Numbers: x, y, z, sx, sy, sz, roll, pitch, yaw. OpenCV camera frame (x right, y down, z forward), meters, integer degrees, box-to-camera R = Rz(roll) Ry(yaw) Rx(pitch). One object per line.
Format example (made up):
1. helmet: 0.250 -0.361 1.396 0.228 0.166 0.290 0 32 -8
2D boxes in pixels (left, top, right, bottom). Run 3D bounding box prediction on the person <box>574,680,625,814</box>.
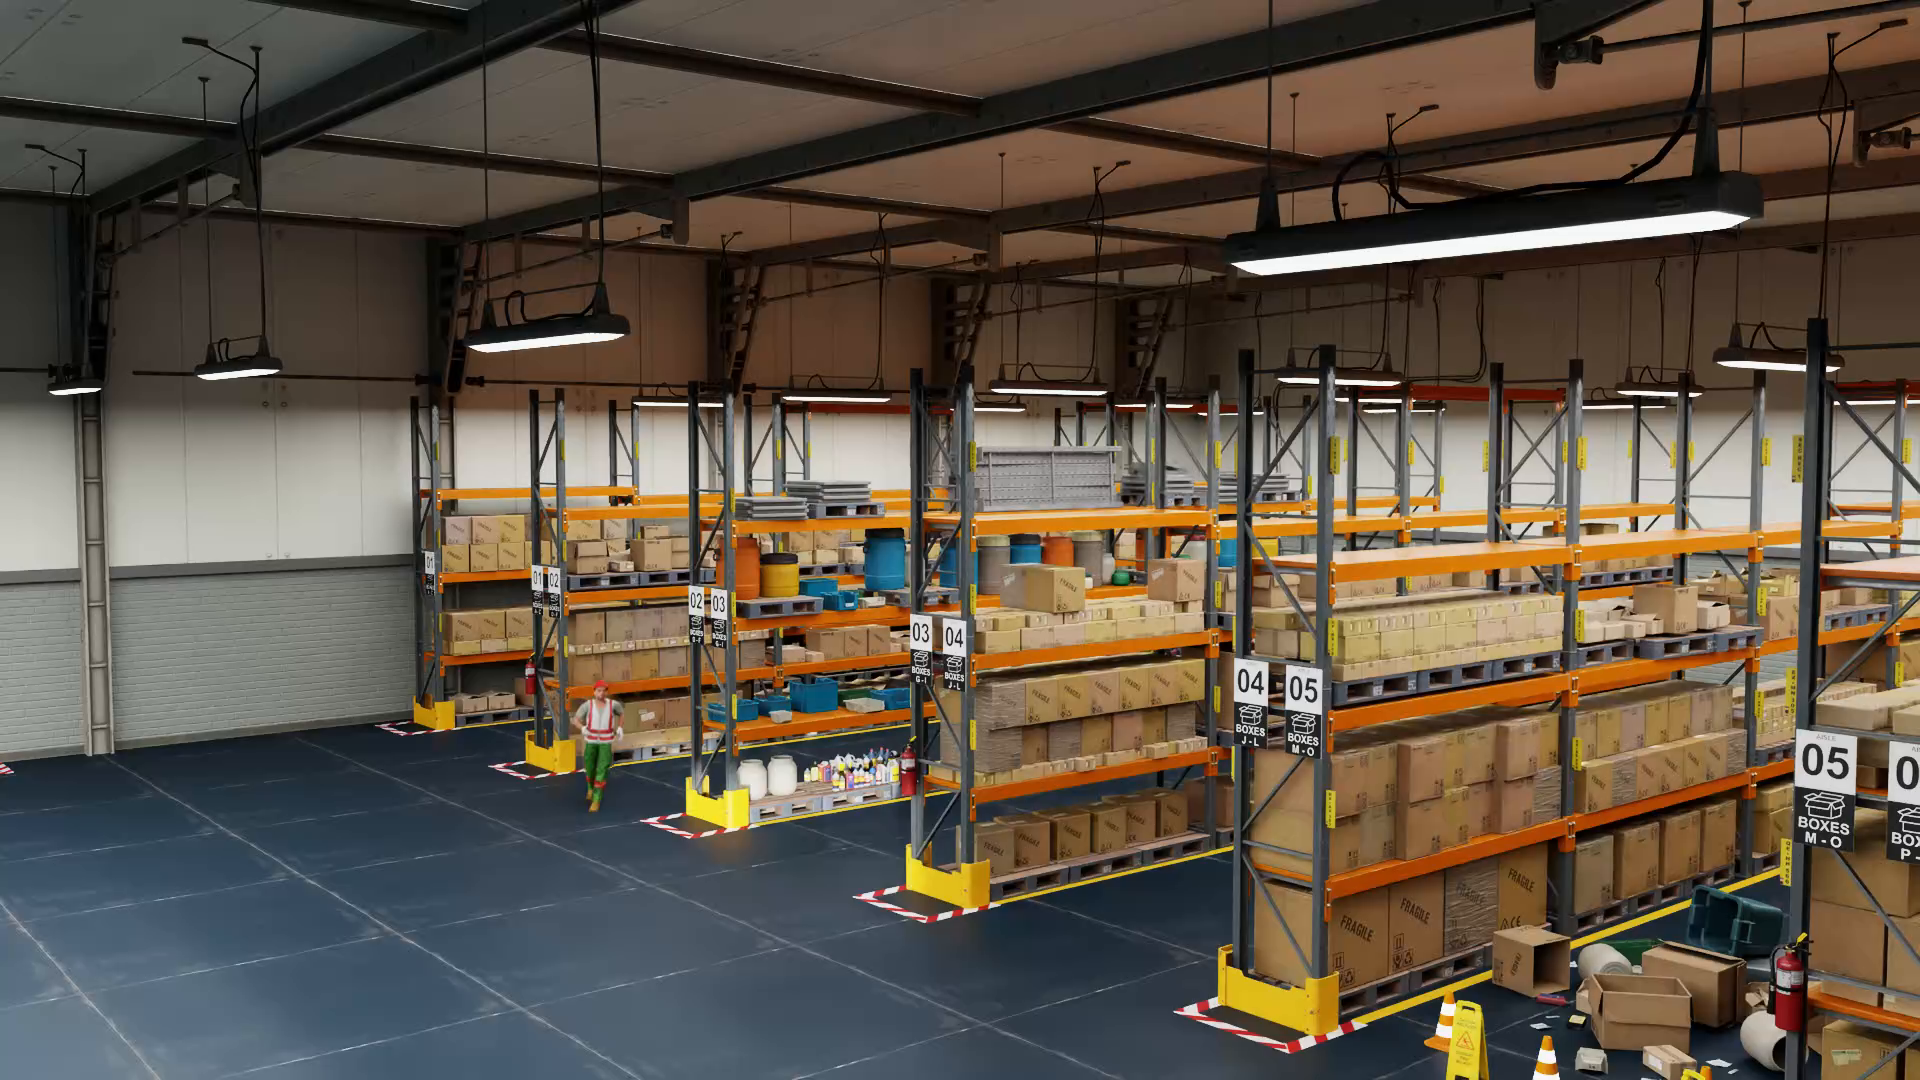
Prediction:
1. person: -5.102 2.882 23.496 0.698 1.804 0.936 0 3 -7
